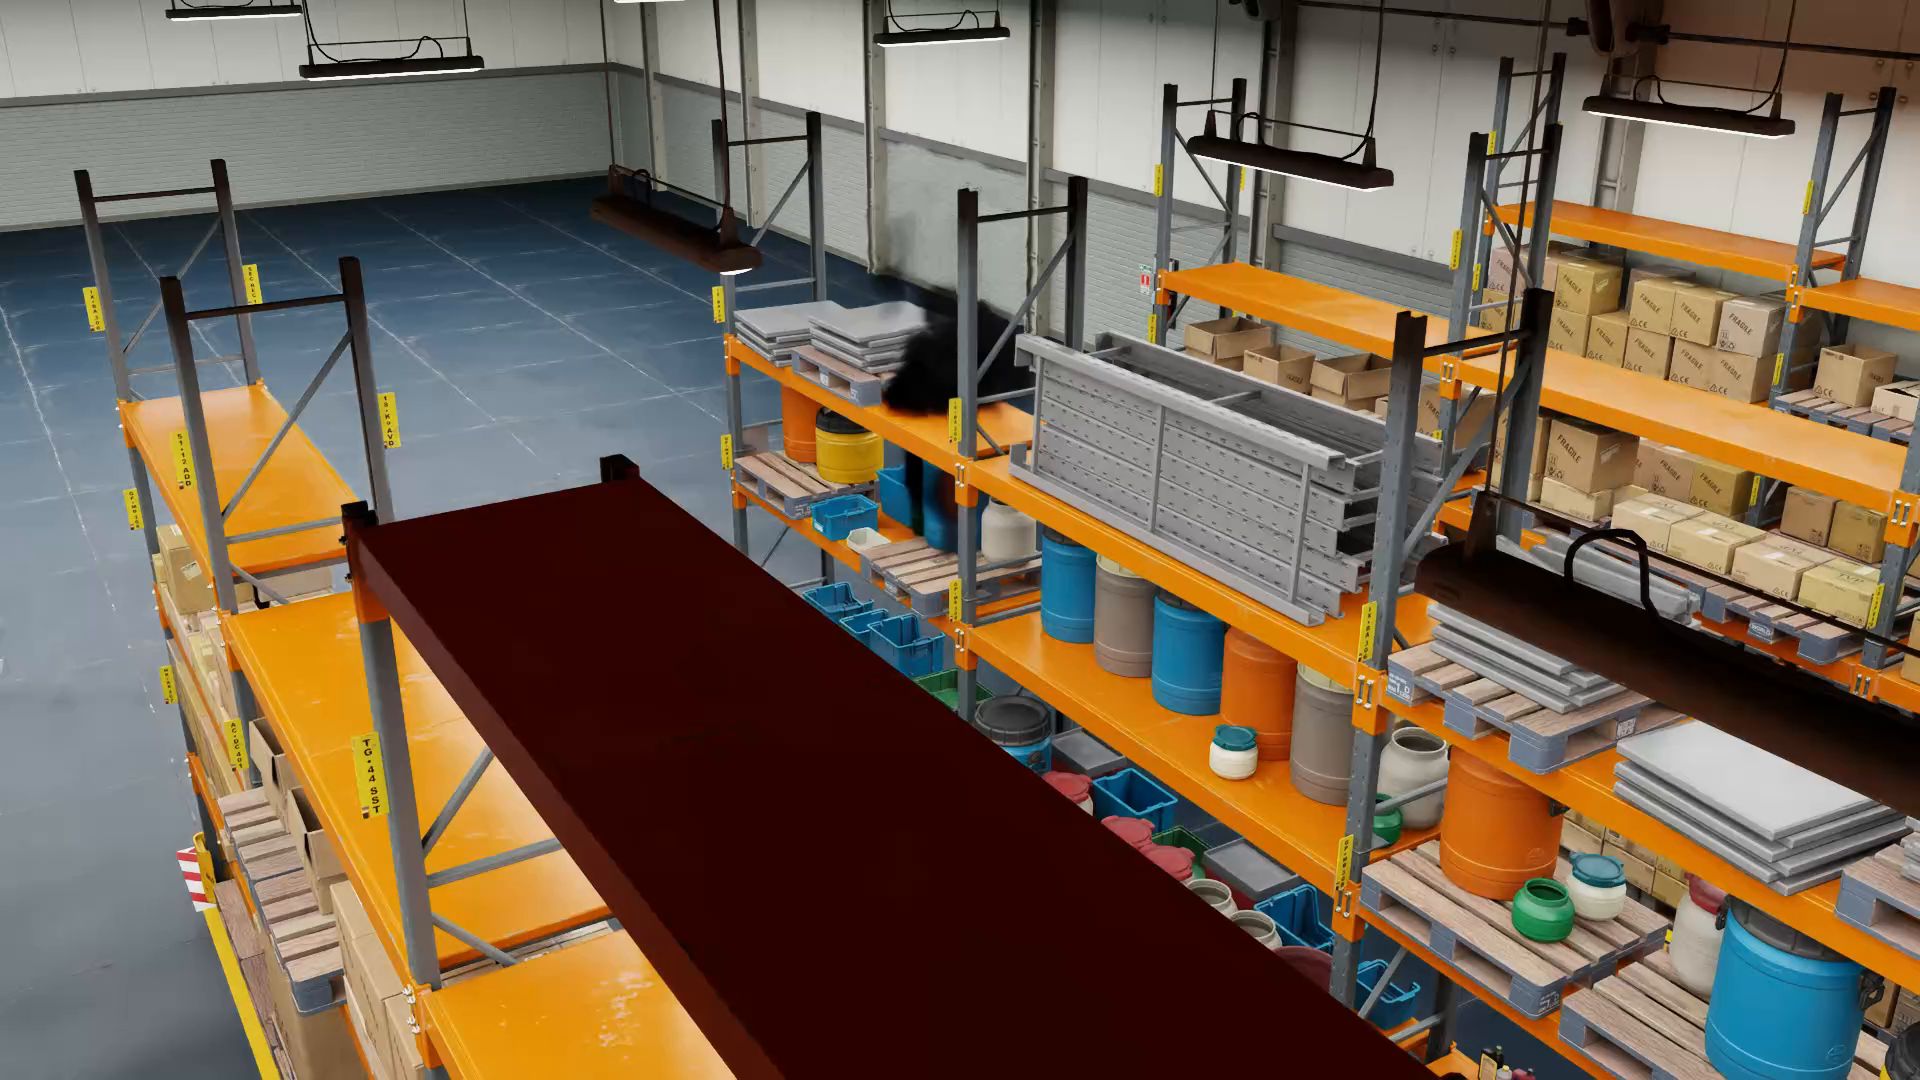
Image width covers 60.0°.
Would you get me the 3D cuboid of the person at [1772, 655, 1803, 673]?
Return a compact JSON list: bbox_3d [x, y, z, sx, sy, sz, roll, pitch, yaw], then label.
[{"bbox_3d":[7.370,1.699,14.973,0.566,1.624,0.546,-19,28,-38],"label":"person"}]
